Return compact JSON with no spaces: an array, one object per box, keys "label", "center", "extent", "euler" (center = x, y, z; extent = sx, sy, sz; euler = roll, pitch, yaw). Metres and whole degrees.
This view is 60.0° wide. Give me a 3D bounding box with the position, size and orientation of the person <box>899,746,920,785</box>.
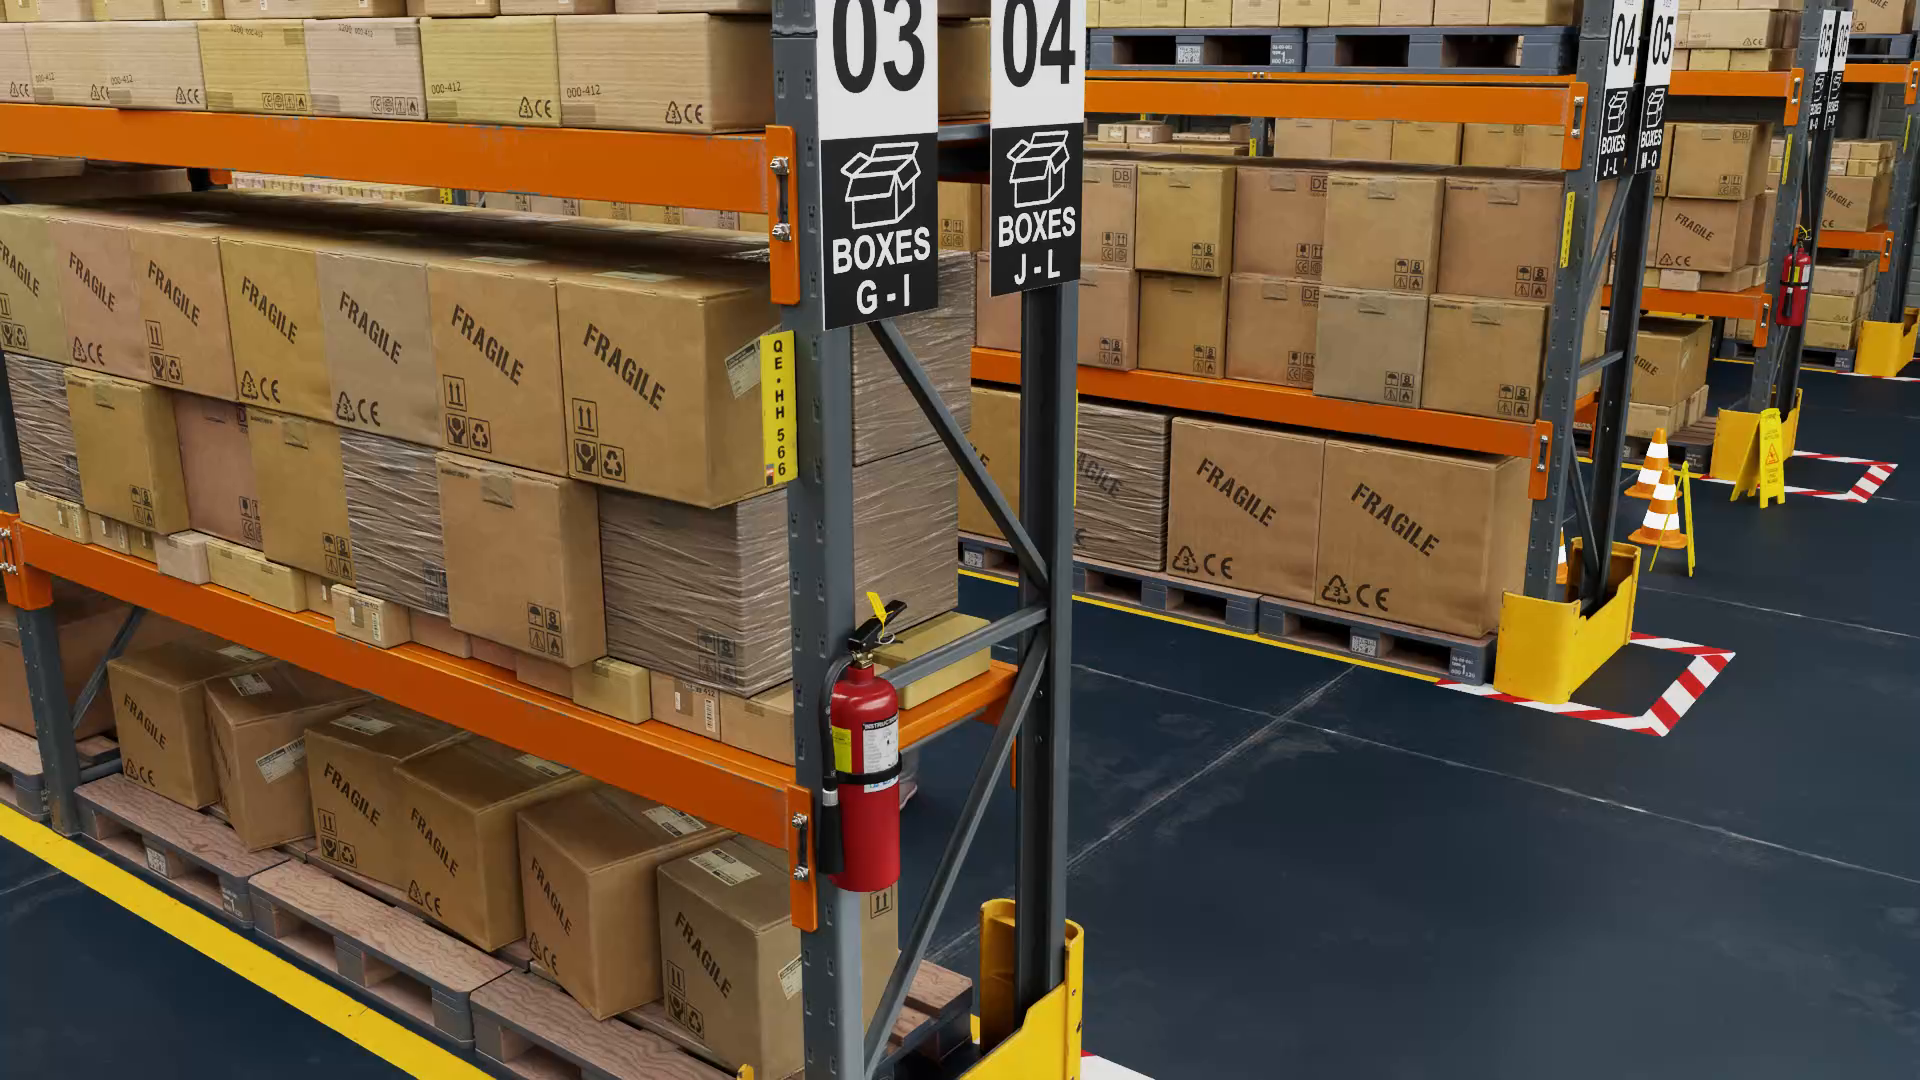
[{"label":"person","center":[-0.307,0.222,6.685],"extent":[0.493,1.586,0.346],"euler":[12,21,35]}]
